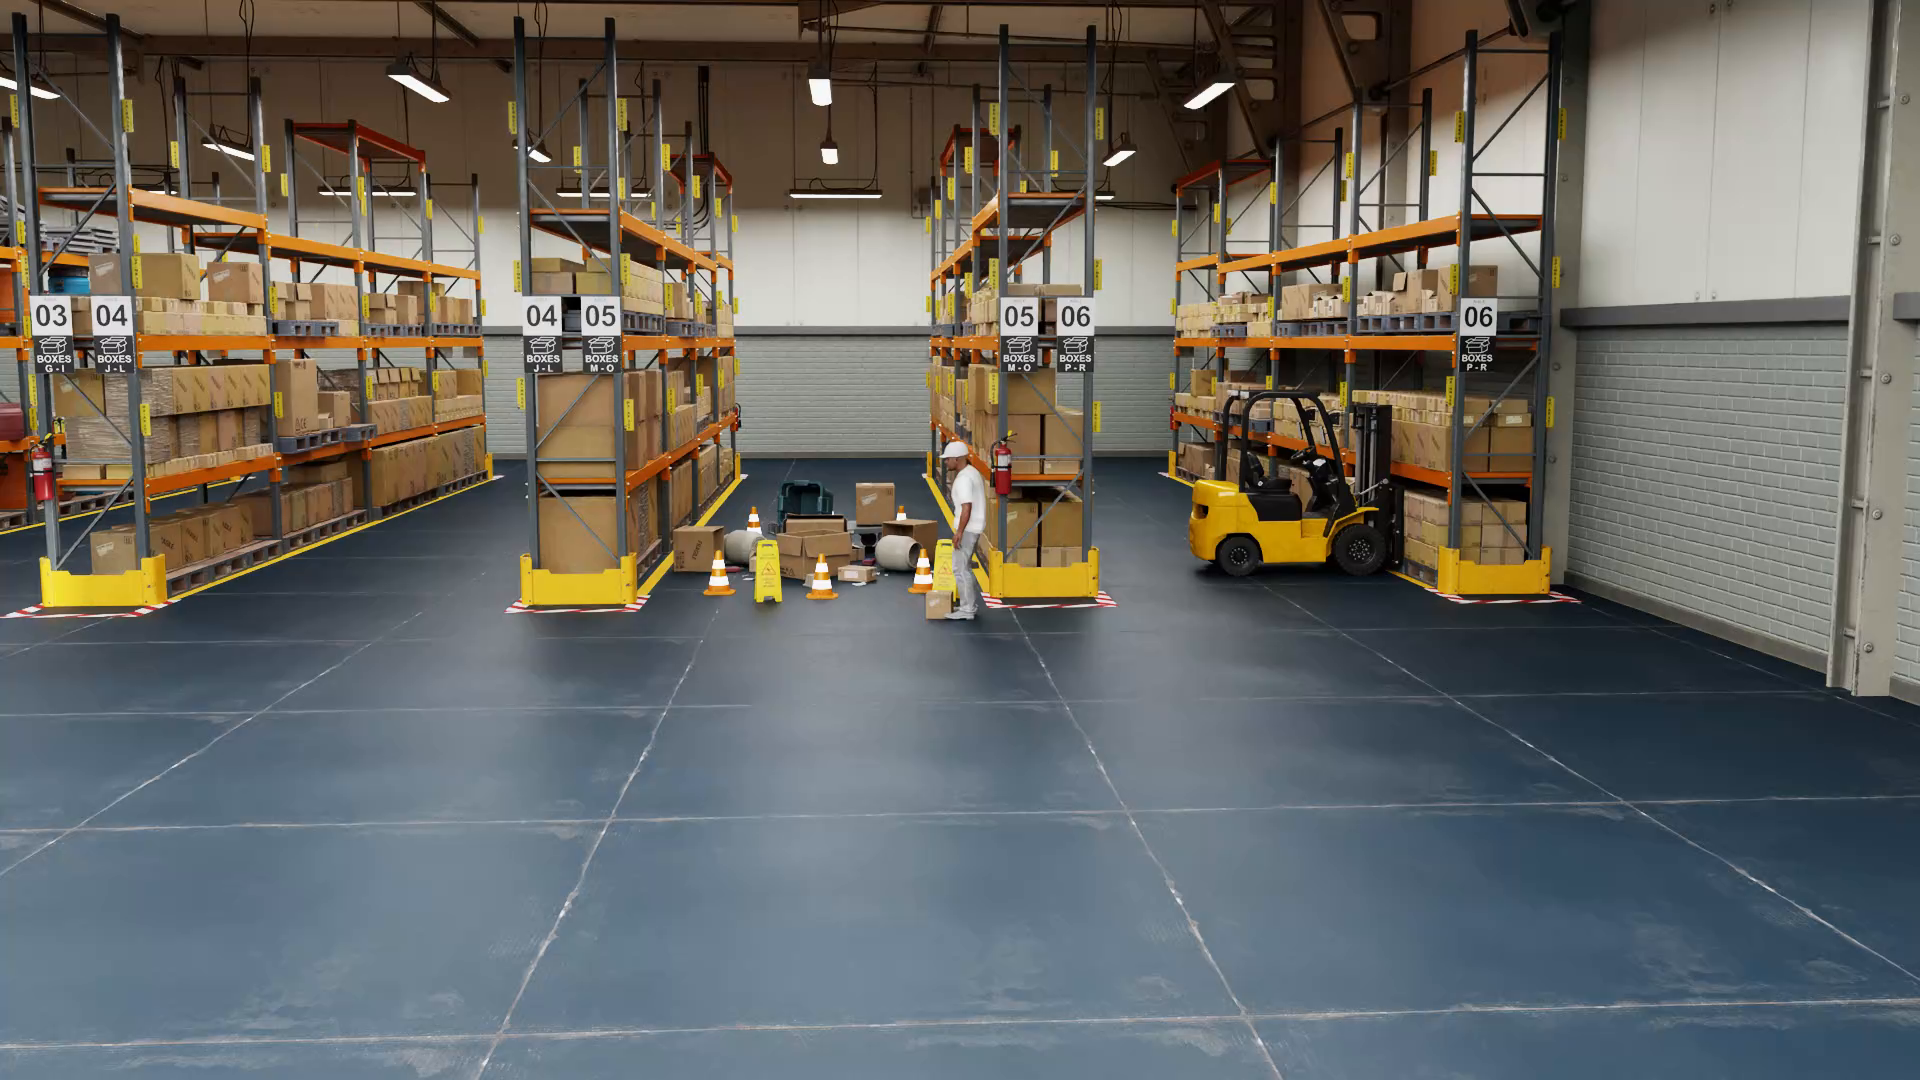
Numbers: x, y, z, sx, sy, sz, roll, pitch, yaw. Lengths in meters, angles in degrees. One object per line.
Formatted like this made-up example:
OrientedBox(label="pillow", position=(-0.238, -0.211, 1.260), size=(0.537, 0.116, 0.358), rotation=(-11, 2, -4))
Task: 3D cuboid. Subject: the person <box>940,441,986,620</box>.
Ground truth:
OrientedBox(label="person", position=(0.030, -0.102, 16.519), size=(0.457, 1.761, 0.629), rotation=(1, 7, 5))
